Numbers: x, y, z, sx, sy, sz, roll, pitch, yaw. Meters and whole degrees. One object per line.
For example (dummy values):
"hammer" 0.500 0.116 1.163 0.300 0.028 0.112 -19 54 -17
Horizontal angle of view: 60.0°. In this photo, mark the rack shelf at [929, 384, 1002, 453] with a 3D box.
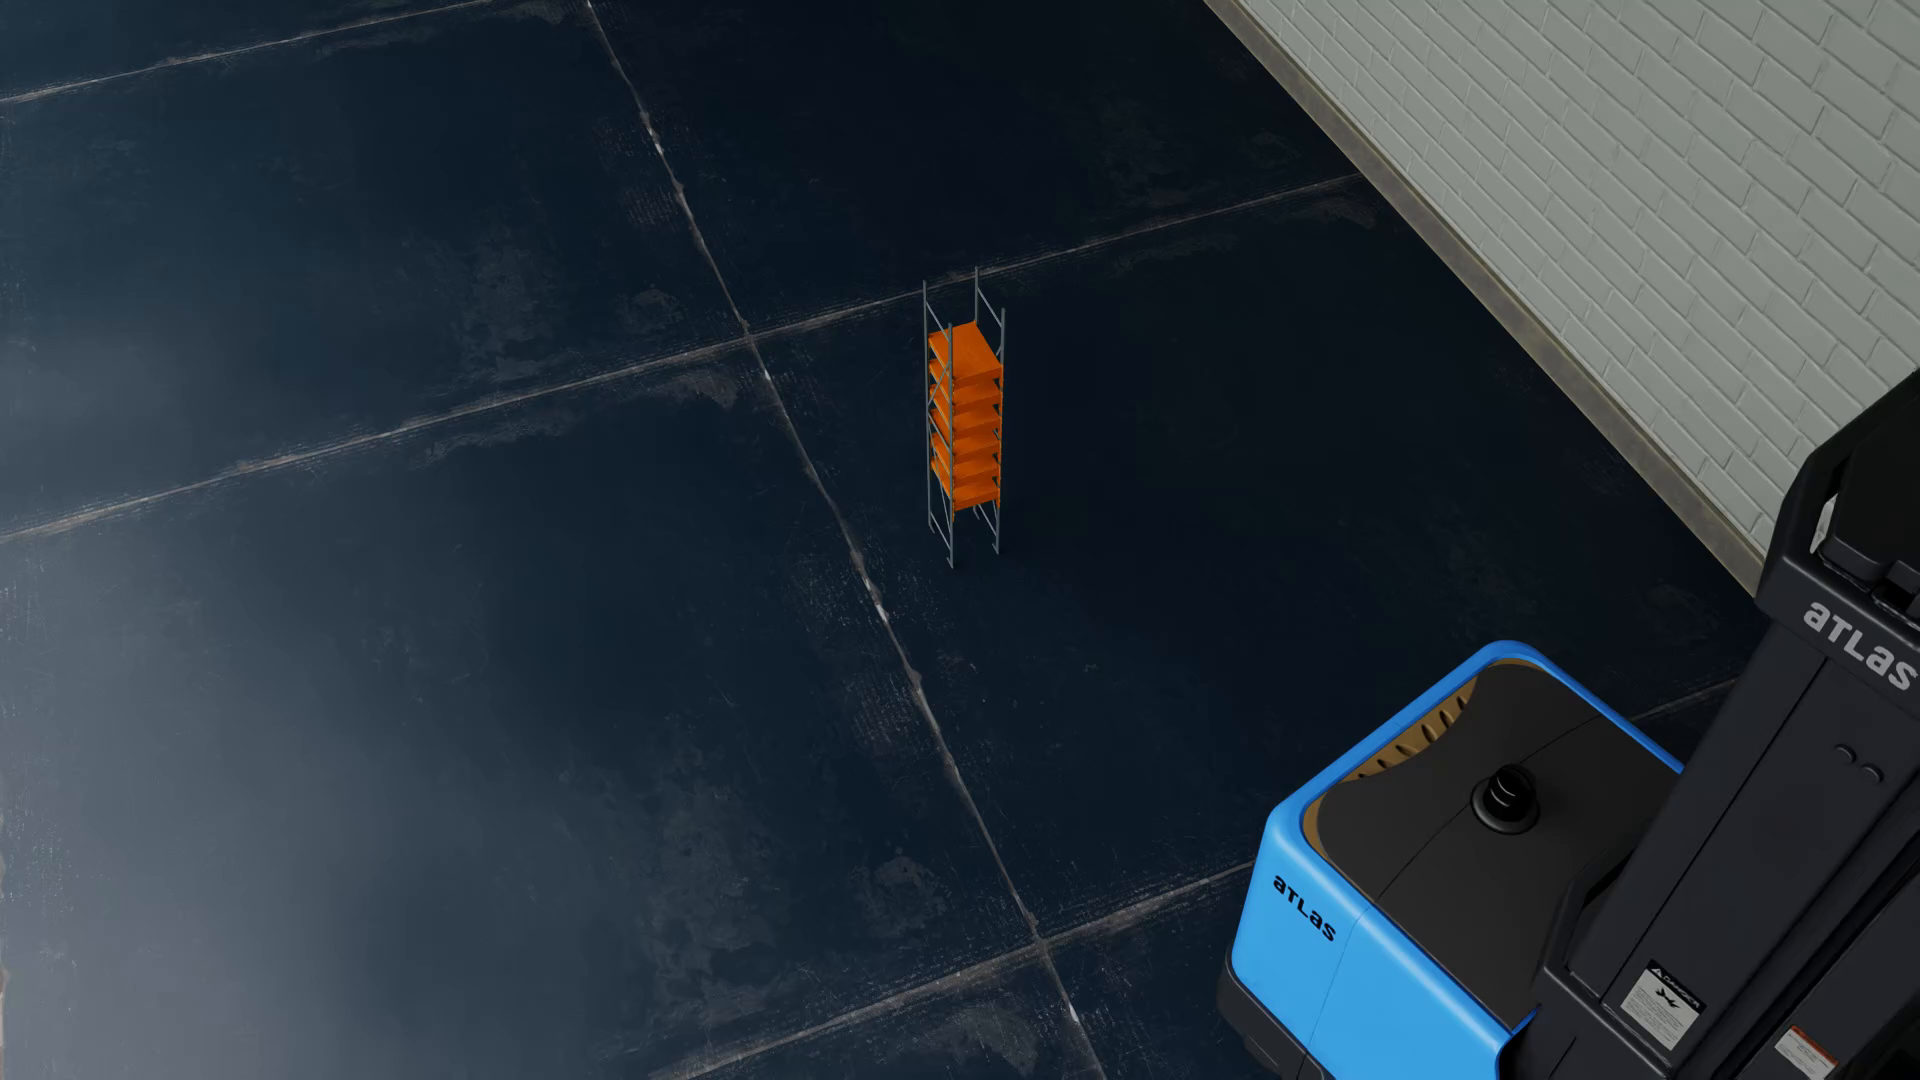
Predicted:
"rack shelf" 0.013 -0.444 5.741 0.180 0.103 0.258 -17 52 -14

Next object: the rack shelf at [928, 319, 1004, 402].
"rack shelf" 0.013 -0.601 5.559 0.180 0.103 0.258 -17 52 -14

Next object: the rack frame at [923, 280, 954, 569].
"rack frame" -0.071 -0.369 5.776 0.006 1.200 0.240 -17 52 -14

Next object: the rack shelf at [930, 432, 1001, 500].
"rack shelf" 0.013 -0.288 5.923 0.180 0.103 0.258 -17 52 -14

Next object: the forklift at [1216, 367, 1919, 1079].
"forklift" 2.079 1.099 3.374 1.130 2.935 3.031 -31 56 -24

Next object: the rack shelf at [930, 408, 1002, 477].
"rack shelf" 0.013 -0.366 5.832 0.180 0.103 0.258 -17 52 -14

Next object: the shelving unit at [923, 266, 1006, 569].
"shelving unit" 0.013 -0.395 5.798 0.189 1.200 0.258 -17 52 -14

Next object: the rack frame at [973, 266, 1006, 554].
"rack frame" 0.098 -0.421 5.821 0.006 1.200 0.240 -17 52 -14

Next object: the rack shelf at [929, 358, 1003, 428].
"rack shelf" 0.013 -0.522 5.650 0.180 0.103 0.258 -17 52 -14

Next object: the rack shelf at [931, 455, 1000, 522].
"rack shelf" 0.013 -0.210 6.014 0.180 0.103 0.258 -17 52 -14
